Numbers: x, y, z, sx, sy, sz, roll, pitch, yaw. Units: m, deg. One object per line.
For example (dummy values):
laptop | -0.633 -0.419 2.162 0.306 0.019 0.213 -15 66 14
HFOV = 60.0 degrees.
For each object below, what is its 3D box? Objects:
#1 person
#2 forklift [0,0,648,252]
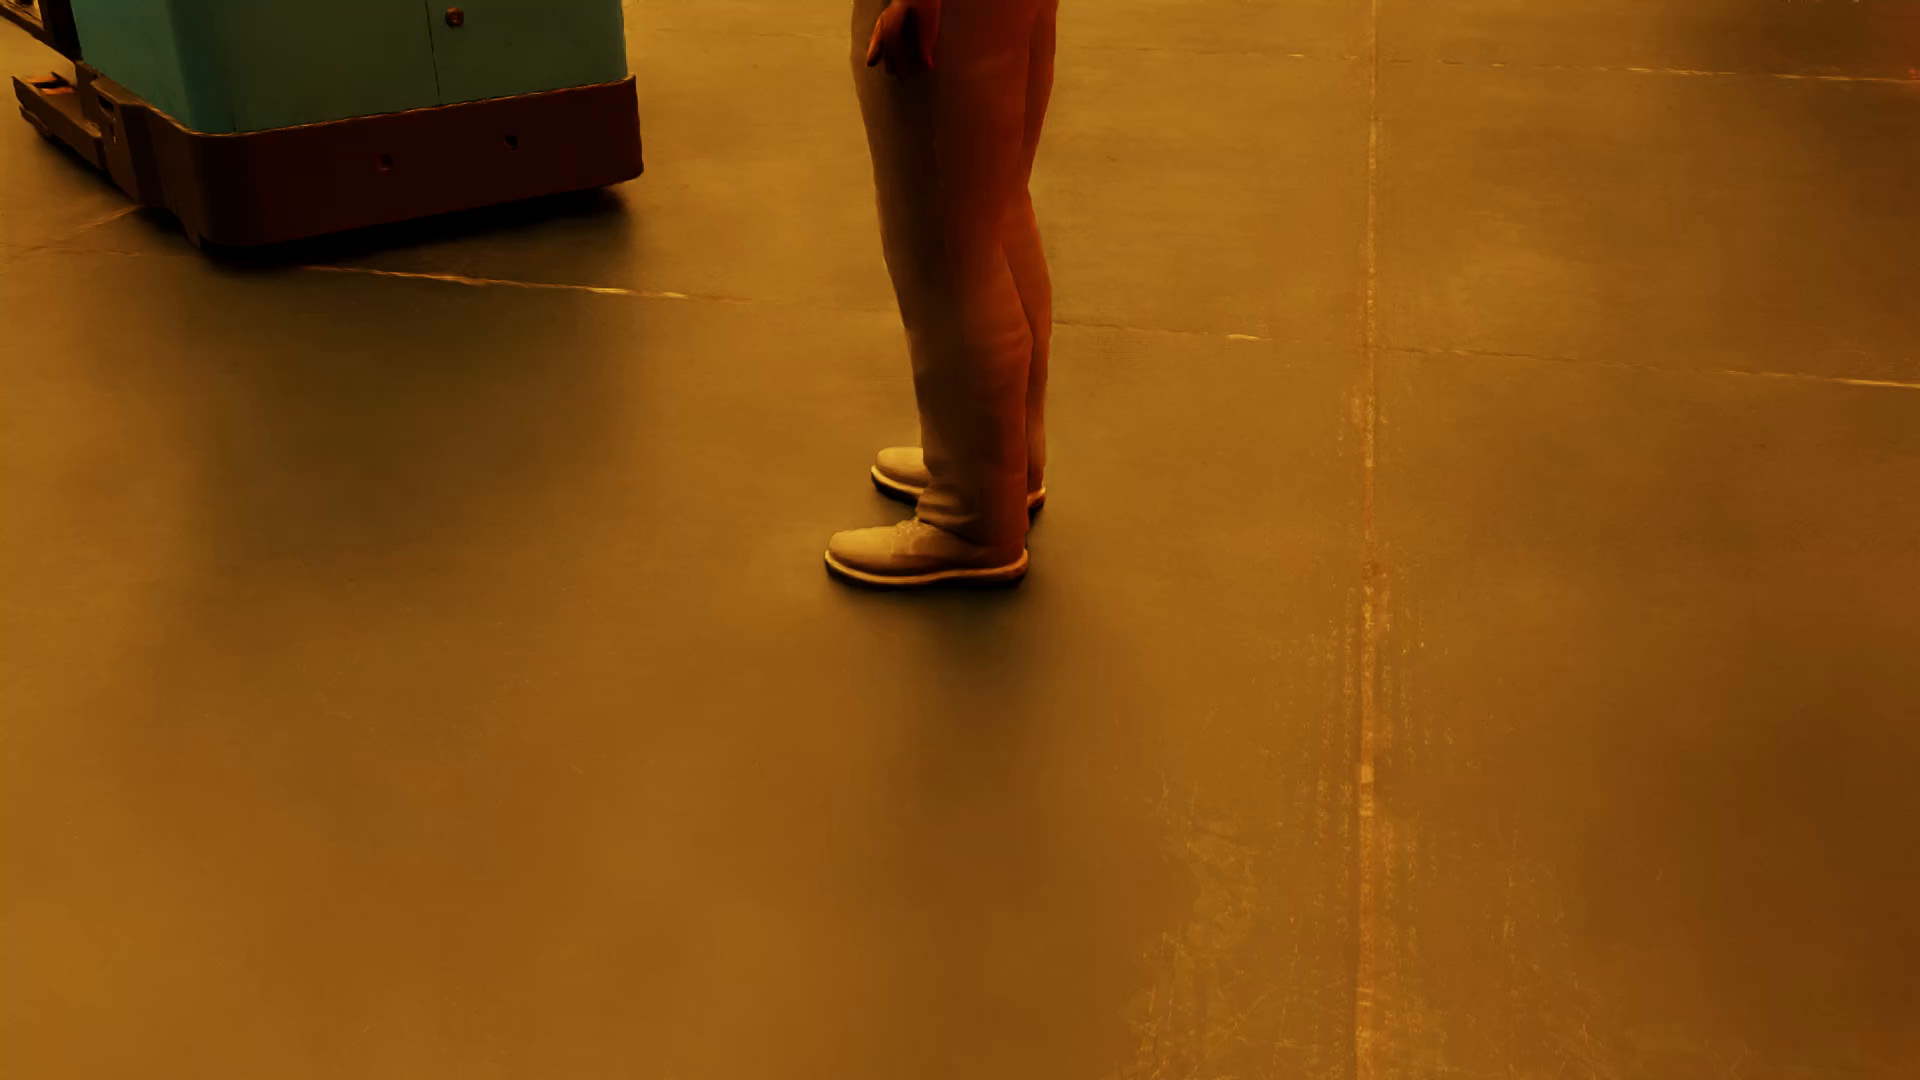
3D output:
person | -0.018 -0.758 2.130 0.339 1.692 0.446 6 27 11
forklift | -2.077 -2.536 4.272 1.130 2.935 3.031 -19 33 -33
